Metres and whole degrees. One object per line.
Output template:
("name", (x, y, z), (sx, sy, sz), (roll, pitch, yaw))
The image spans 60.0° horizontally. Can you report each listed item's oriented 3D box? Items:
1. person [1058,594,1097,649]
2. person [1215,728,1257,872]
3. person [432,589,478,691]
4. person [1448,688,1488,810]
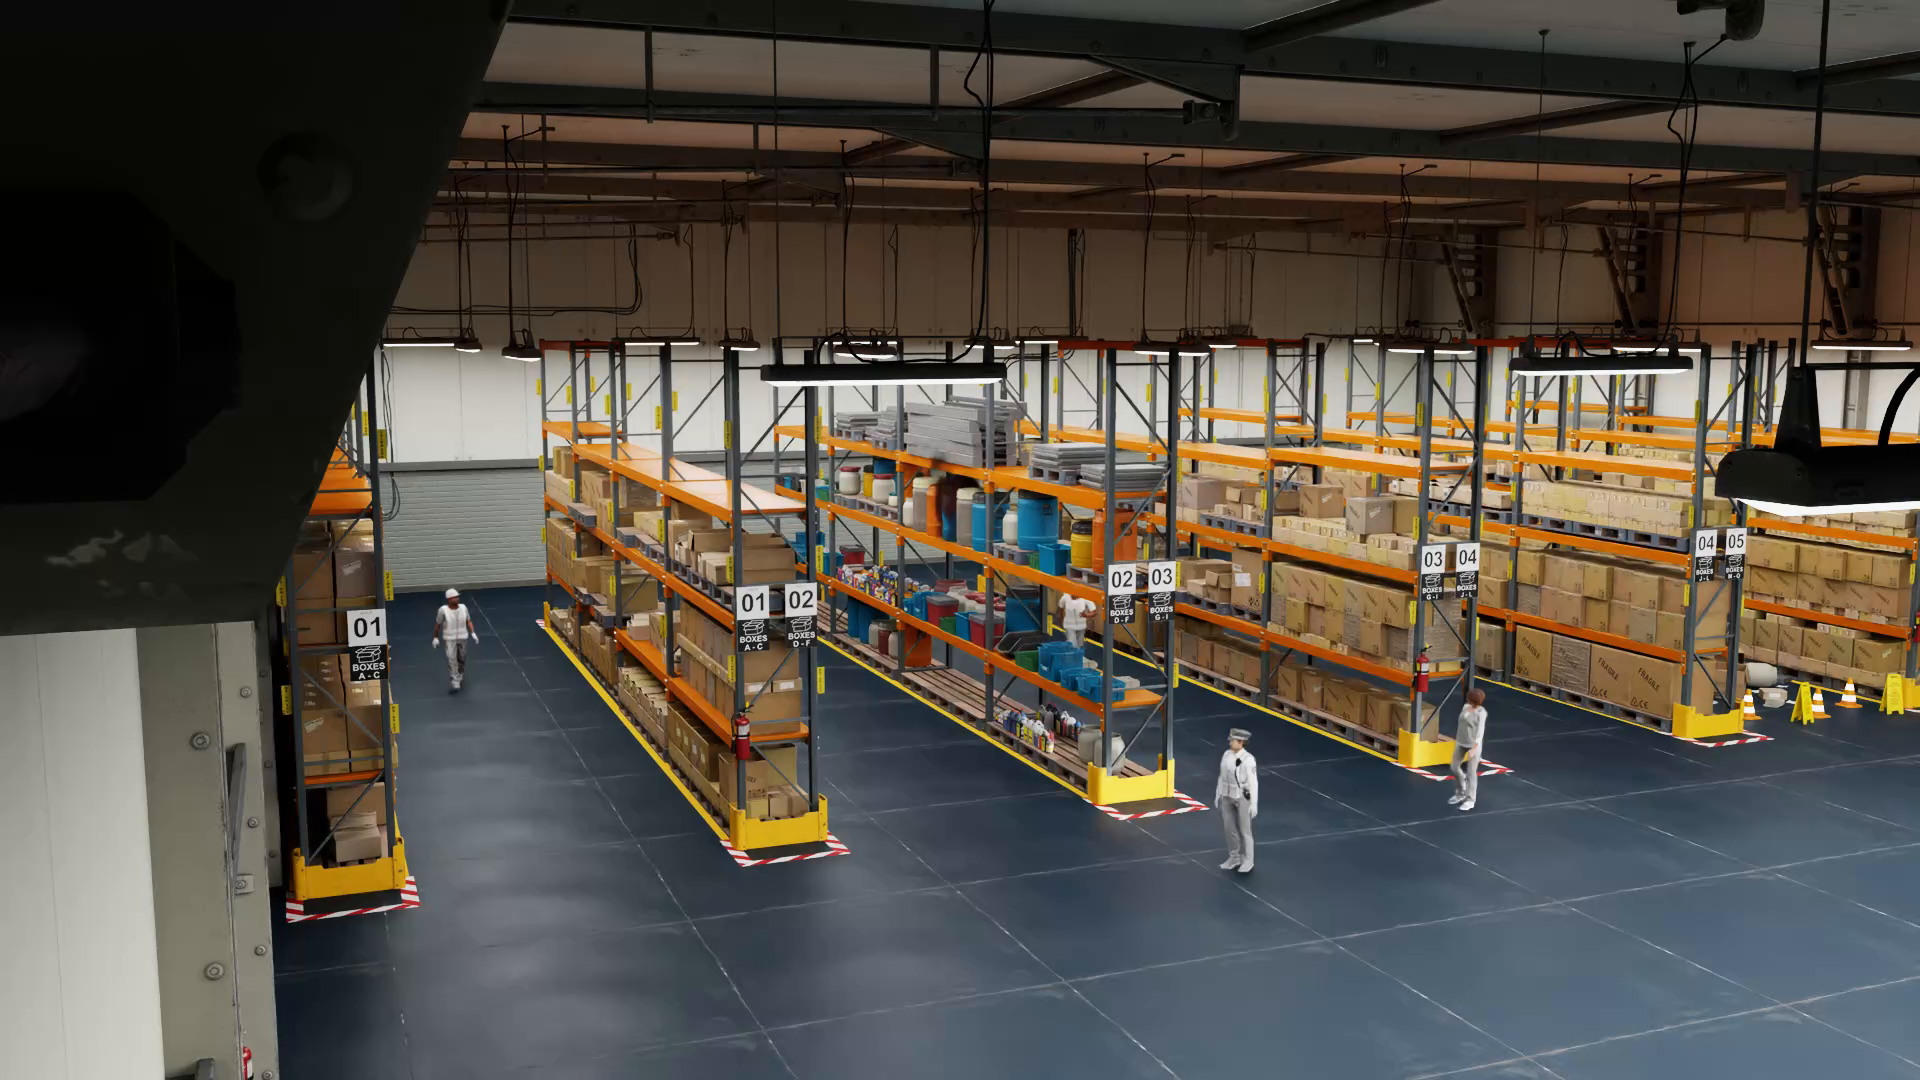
("person", (2.095, 1.586, 29.515), (0.580, 1.807, 0.847), (-2, 8, -17))
("person", (3.211, 3.014, 19.262), (0.388, 1.720, 0.597), (-7, 10, -43))
("person", (-8.786, 1.715, 28.929), (0.743, 1.738, 1.092), (-4, 8, -26))
("person", (6.627, 2.721, 21.789), (0.391, 1.610, 0.507), (-5, 9, -34))
